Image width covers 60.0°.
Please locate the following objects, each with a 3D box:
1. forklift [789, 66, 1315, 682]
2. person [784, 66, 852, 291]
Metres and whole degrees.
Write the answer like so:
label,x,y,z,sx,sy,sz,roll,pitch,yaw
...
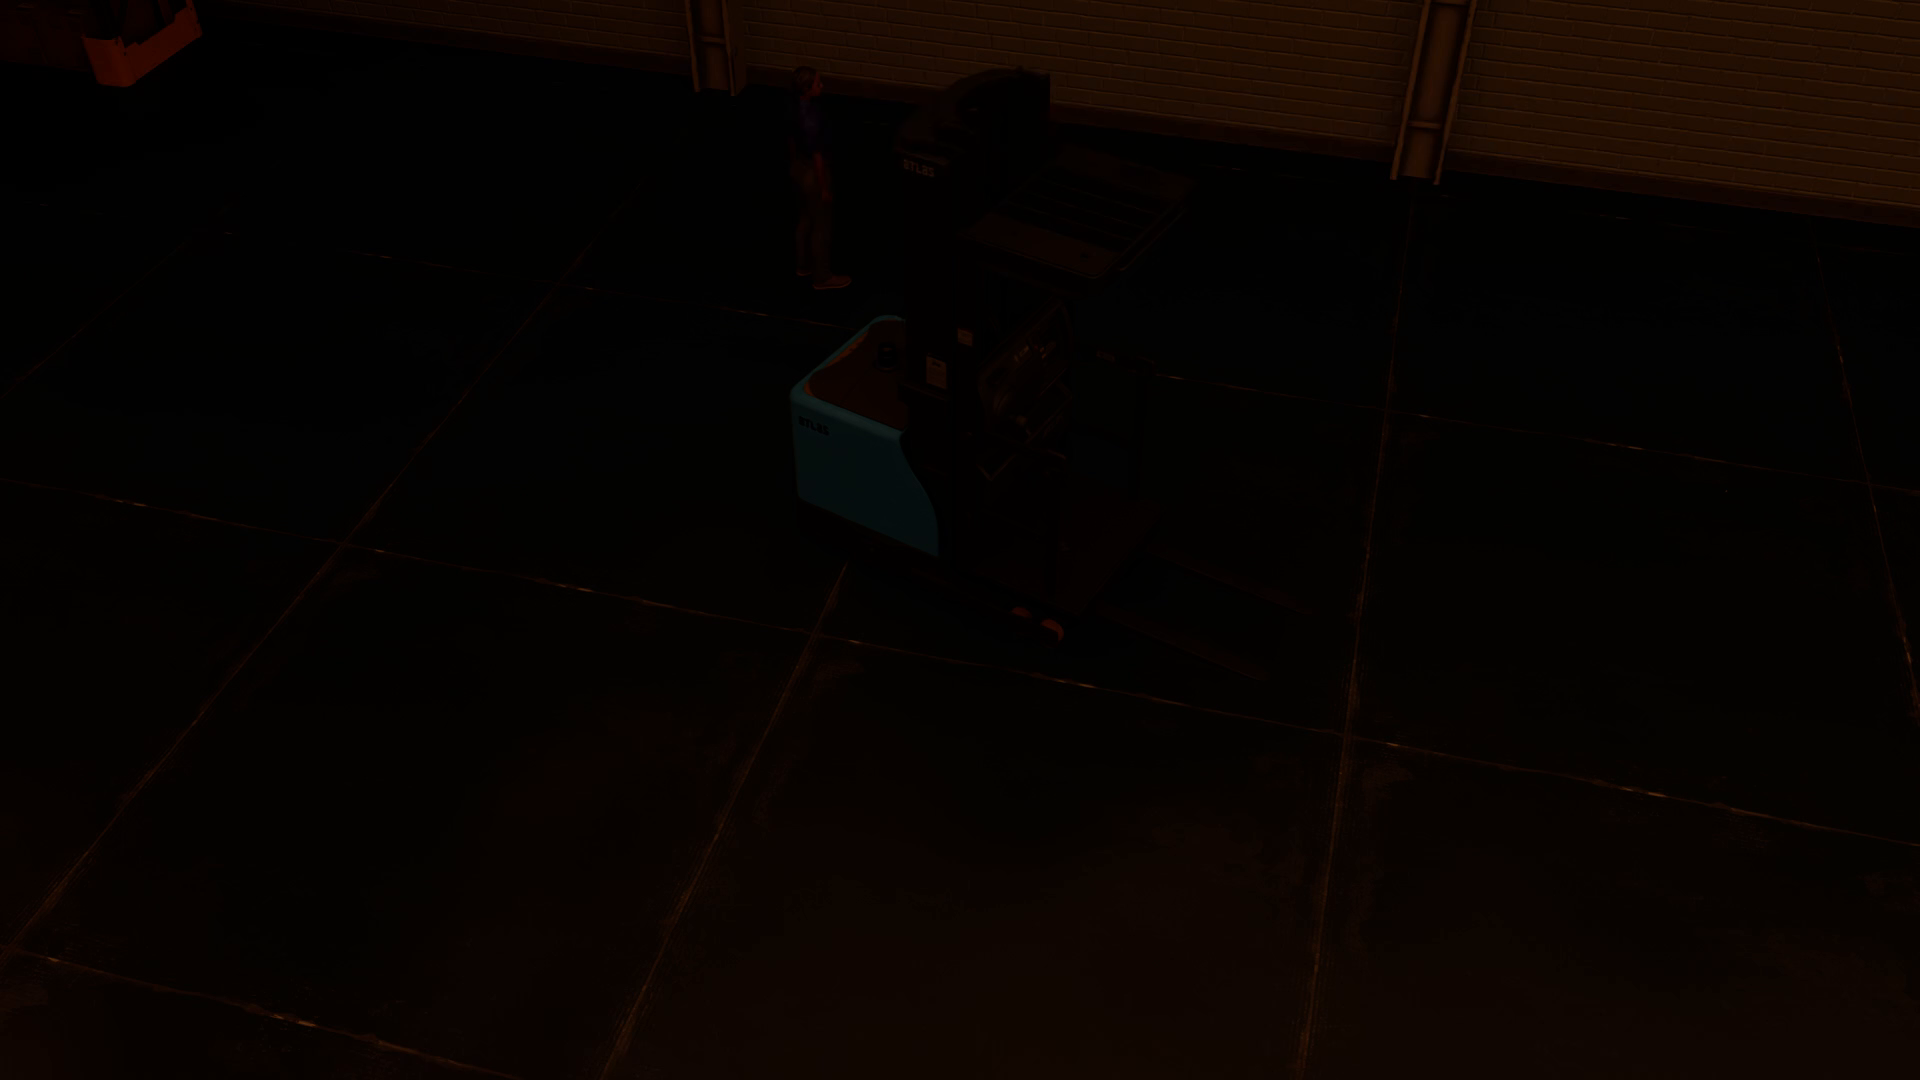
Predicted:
label,x,y,z,sx,sy,sz,roll,pitch,yaw
forklift,0.530,-0.894,8.882,3.031,2.935,1.130,22,46,24
person,-1.026,-2.569,11.760,0.333,1.663,0.468,-20,45,-22
